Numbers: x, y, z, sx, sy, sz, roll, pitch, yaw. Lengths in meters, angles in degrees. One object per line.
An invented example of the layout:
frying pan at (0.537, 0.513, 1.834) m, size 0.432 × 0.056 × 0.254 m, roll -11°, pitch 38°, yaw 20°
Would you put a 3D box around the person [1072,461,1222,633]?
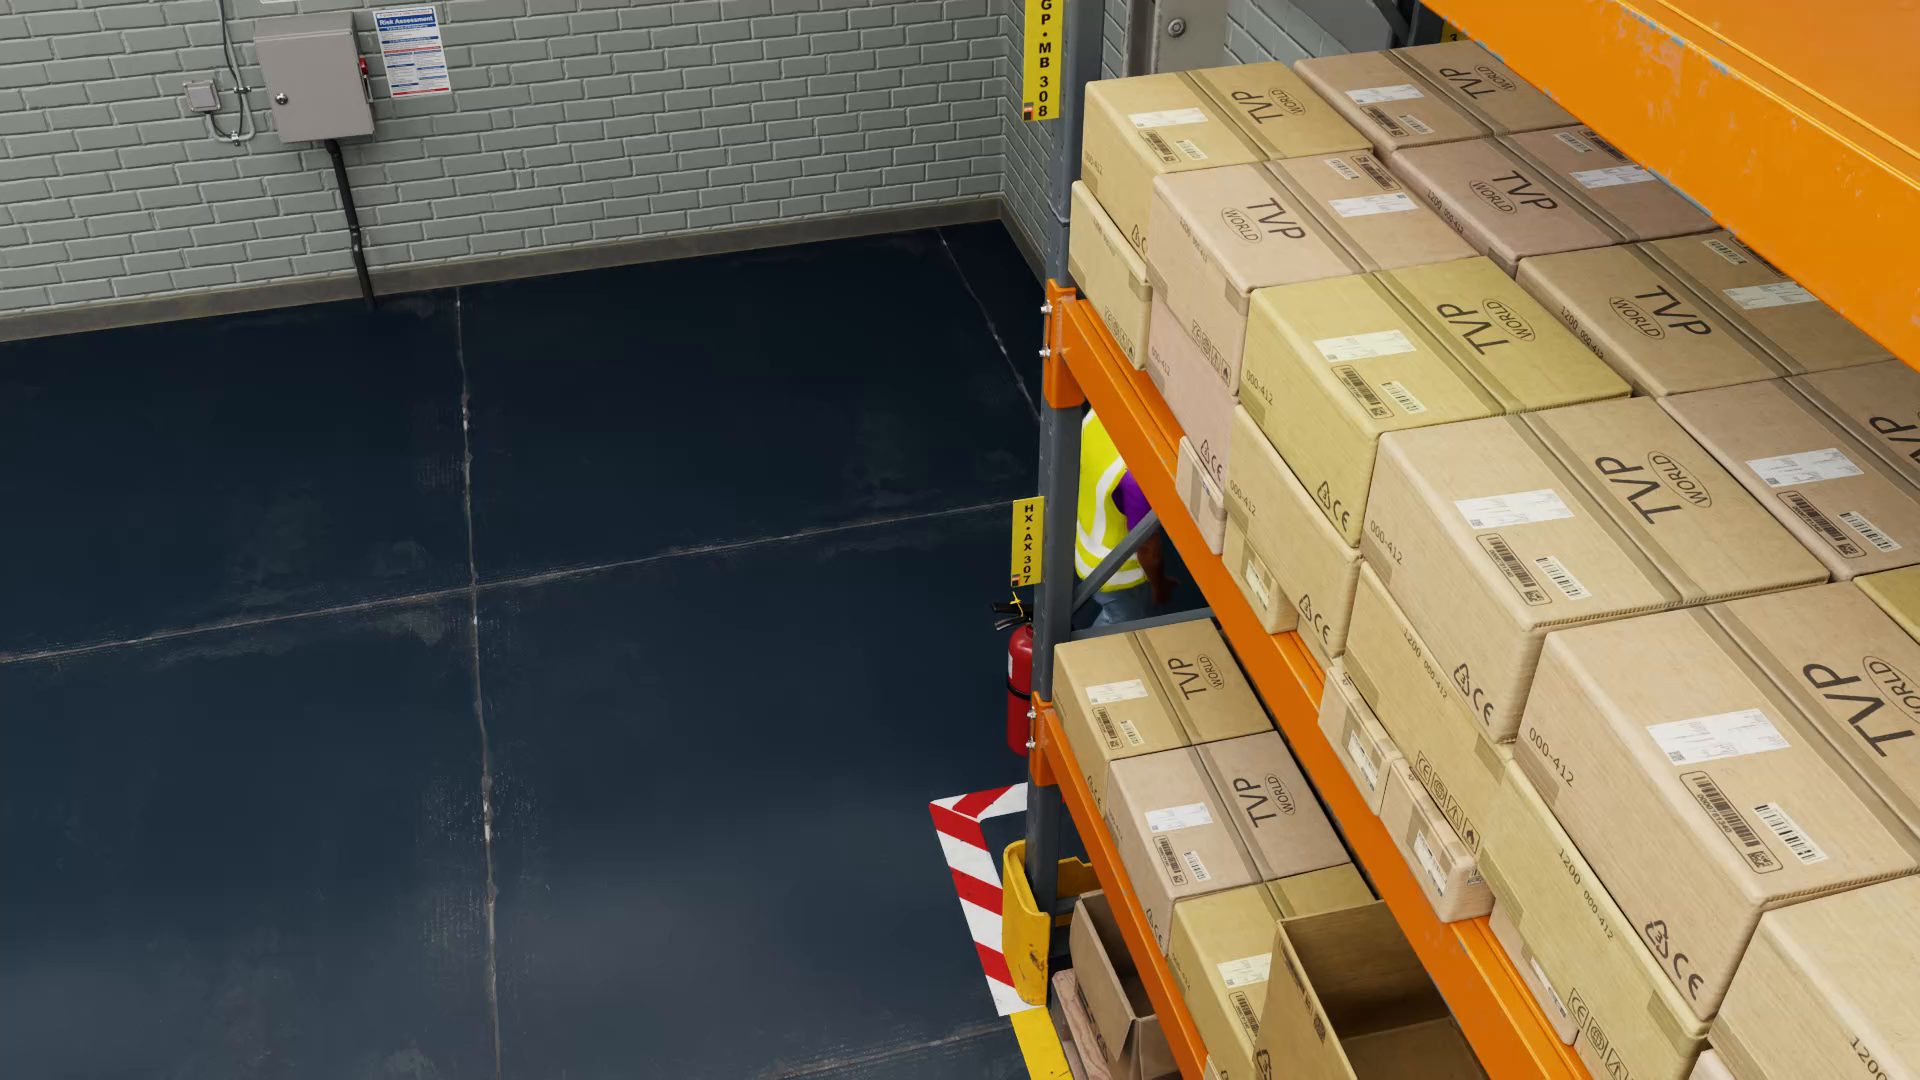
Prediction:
person at (0.725, 0.179, 6.811) m, size 0.792 × 1.343 × 0.631 m, roll -9°, pitch 39°, yaw -12°
